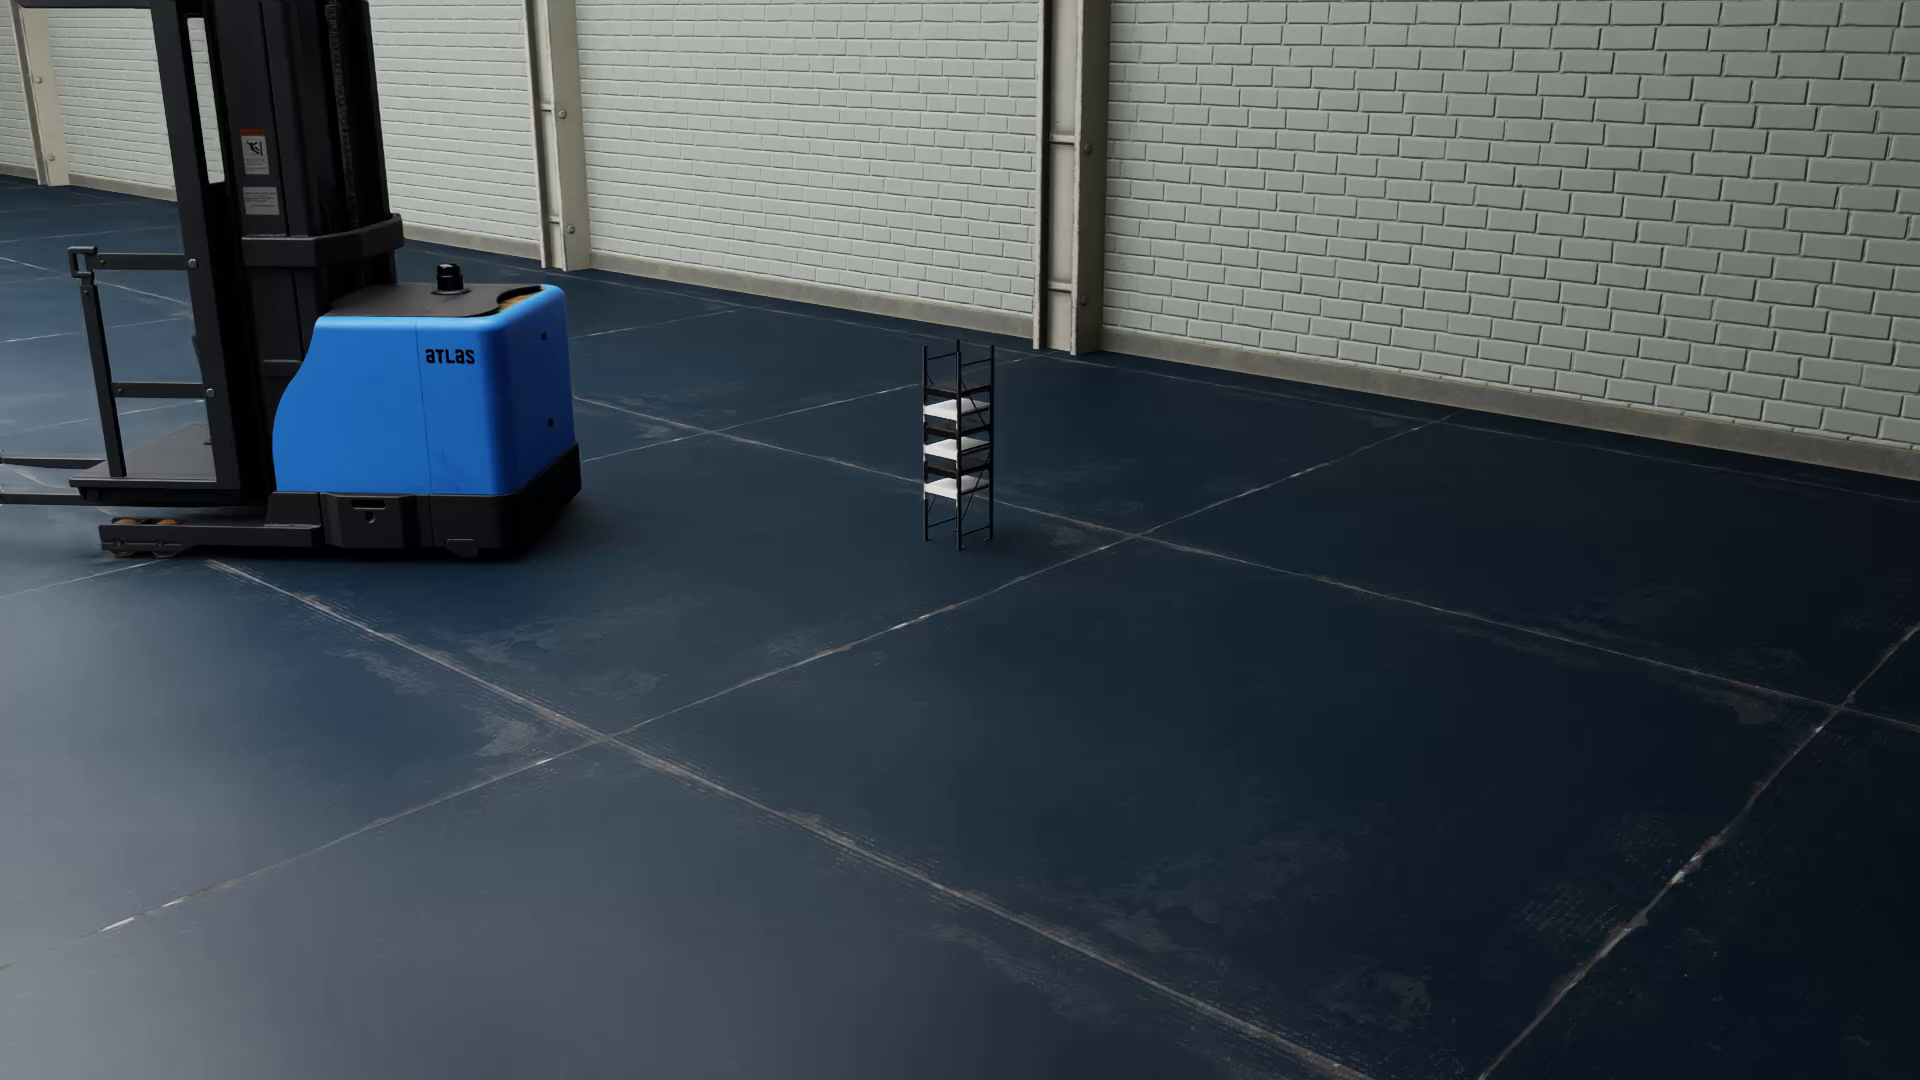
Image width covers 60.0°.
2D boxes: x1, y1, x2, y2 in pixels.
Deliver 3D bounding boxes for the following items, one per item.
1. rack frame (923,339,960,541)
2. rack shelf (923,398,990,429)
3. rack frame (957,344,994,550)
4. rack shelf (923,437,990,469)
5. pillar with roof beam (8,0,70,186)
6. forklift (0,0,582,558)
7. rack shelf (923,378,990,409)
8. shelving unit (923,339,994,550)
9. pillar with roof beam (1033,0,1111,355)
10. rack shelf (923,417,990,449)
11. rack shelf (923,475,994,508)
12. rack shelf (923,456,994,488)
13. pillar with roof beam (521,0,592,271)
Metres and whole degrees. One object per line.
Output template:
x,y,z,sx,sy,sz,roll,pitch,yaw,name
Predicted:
-0.082,-0.451,7.545,0.006,0.900,0.240,15,23,39,rack frame
-0.006,-0.570,7.436,0.200,0.077,0.258,15,23,39,rack shelf
0.070,-0.410,7.416,0.006,0.900,0.240,15,23,39,rack frame
-0.006,-0.399,7.491,0.200,0.077,0.258,15,23,39,rack shelf
-15.549,-8.303,18.899,0.400,9.000,9.100,15,23,39,pillar with roof beam
-3.395,-1.476,7.418,3.031,2.935,1.130,1,18,4,forklift
-0.006,-0.656,7.409,0.200,0.077,0.258,15,23,39,rack shelf
-0.006,-0.431,7.481,0.210,0.900,0.258,15,23,39,shelving unit
-2.086,-4.689,7.511,0.400,9.000,9.100,15,23,39,pillar with roof beam
-0.006,-0.485,7.464,0.200,0.077,0.258,15,23,39,rack shelf
-0.006,-0.227,7.545,0.200,0.077,0.258,15,23,39,rack shelf
-0.006,-0.313,7.518,0.200,0.077,0.258,15,23,39,rack shelf
-6.574,-5.894,11.307,0.400,9.000,9.100,15,23,39,pillar with roof beam
